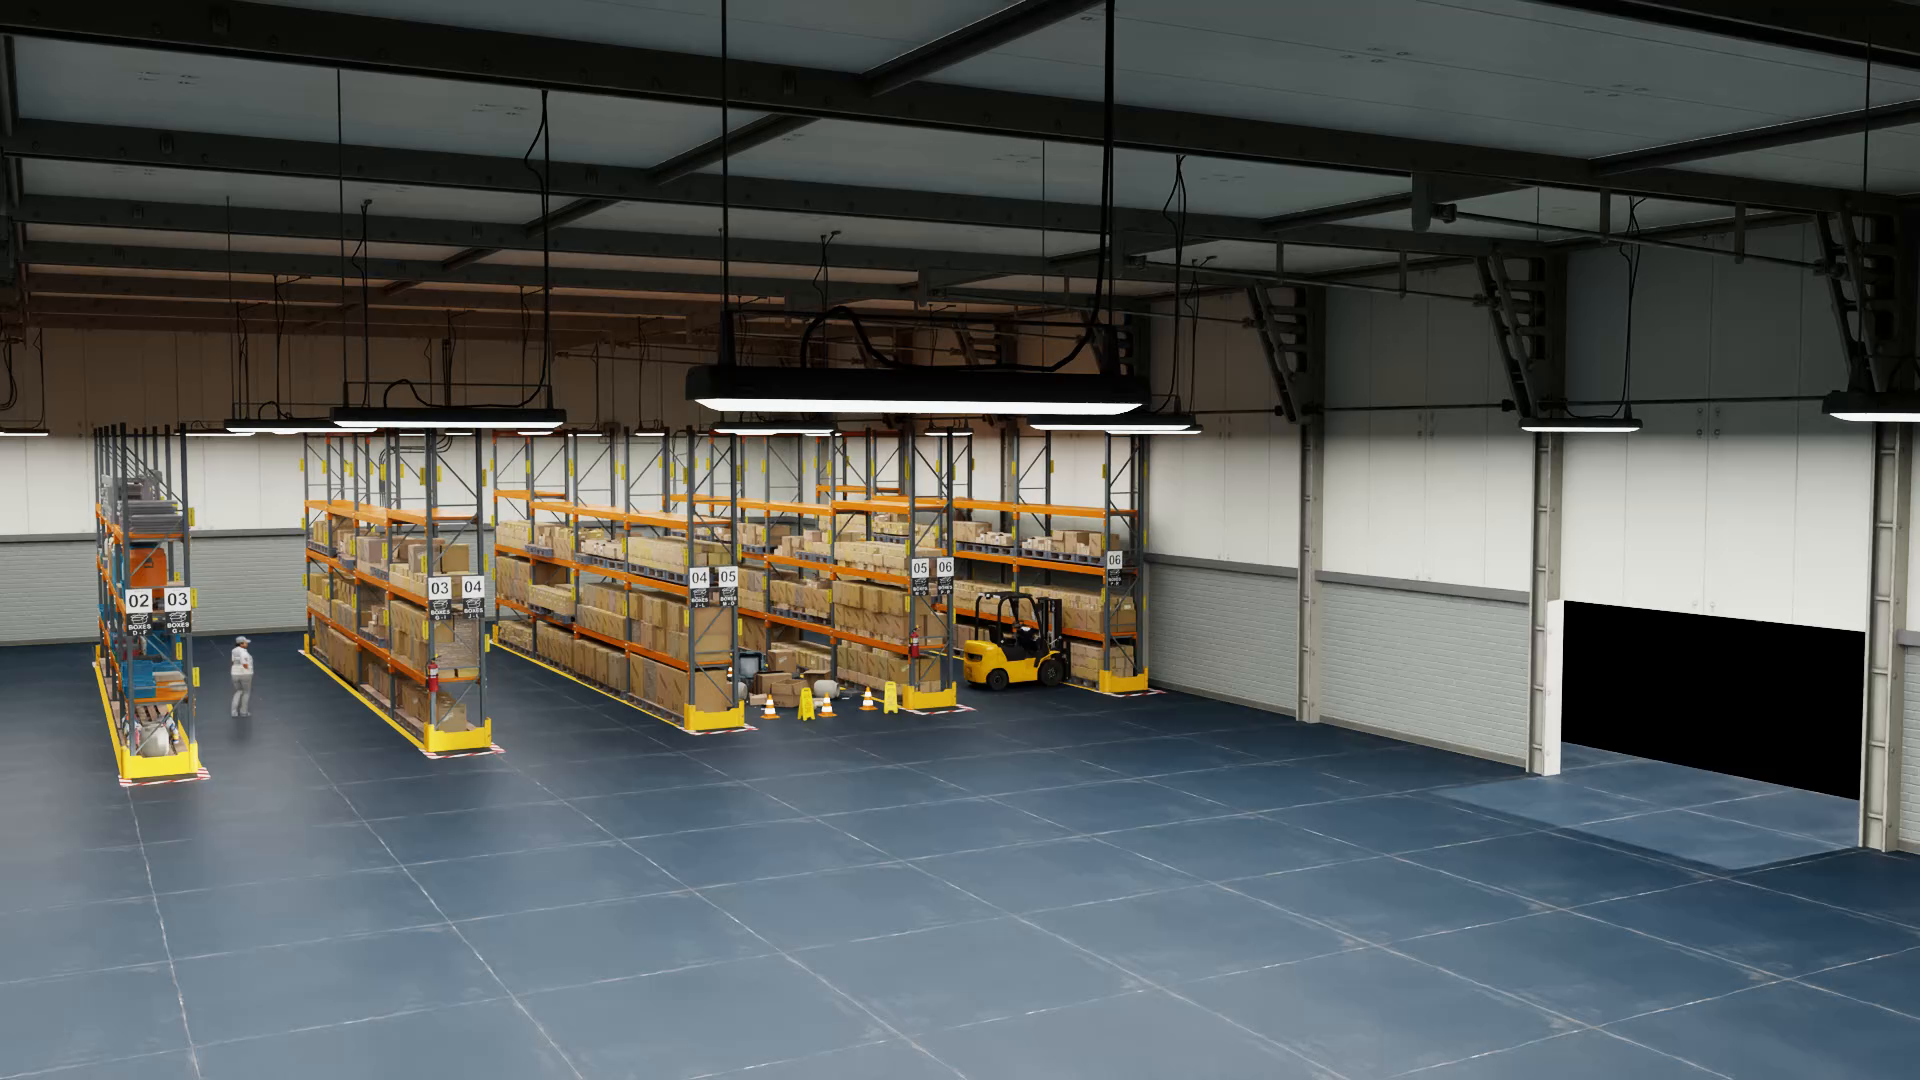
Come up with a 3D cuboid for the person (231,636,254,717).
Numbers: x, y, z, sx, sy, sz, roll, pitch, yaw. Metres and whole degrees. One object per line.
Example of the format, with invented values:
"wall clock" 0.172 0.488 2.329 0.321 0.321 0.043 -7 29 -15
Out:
"person" -14.772 2.808 34.246 0.492 1.666 0.460 1 3 9
